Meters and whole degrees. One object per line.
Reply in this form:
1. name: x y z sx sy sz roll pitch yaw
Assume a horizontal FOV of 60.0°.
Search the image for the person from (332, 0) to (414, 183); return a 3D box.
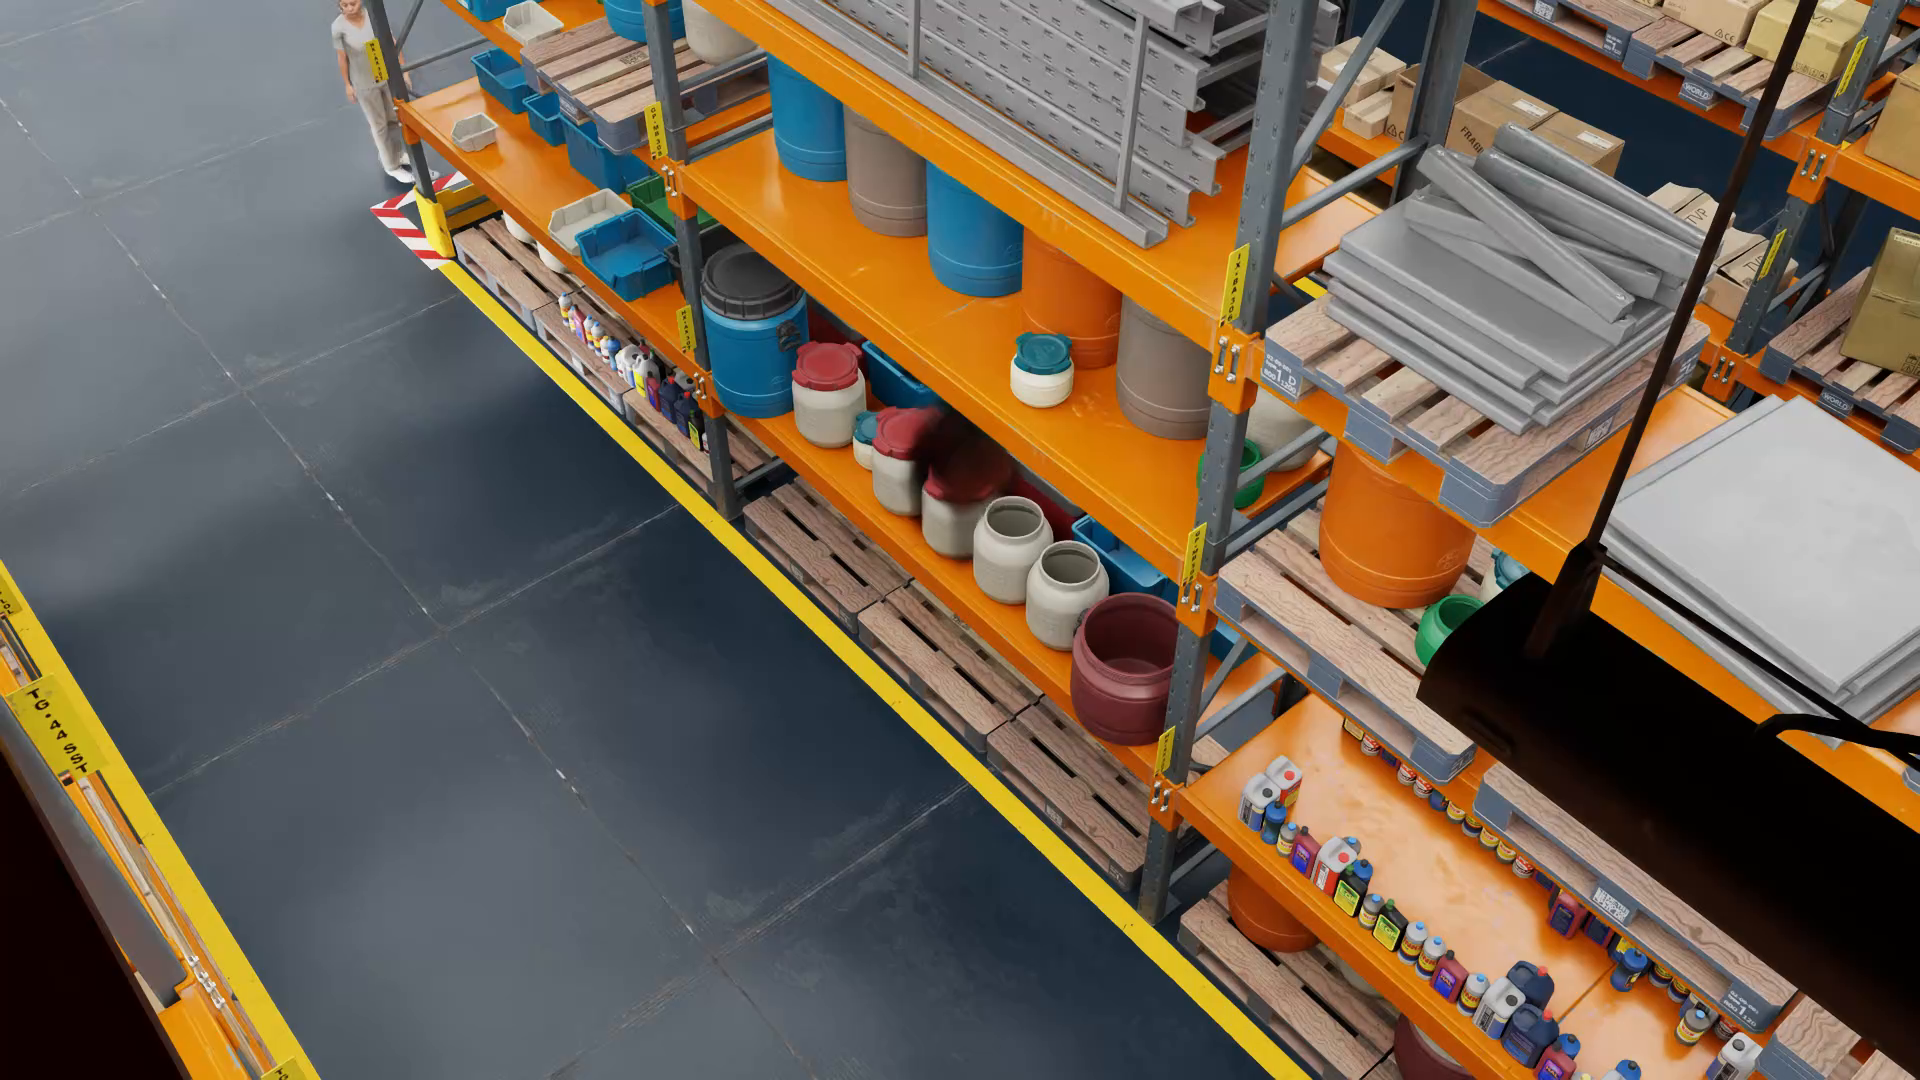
1. person: -4.667 -3.680 13.322 0.450 1.681 0.459 31 54 26
